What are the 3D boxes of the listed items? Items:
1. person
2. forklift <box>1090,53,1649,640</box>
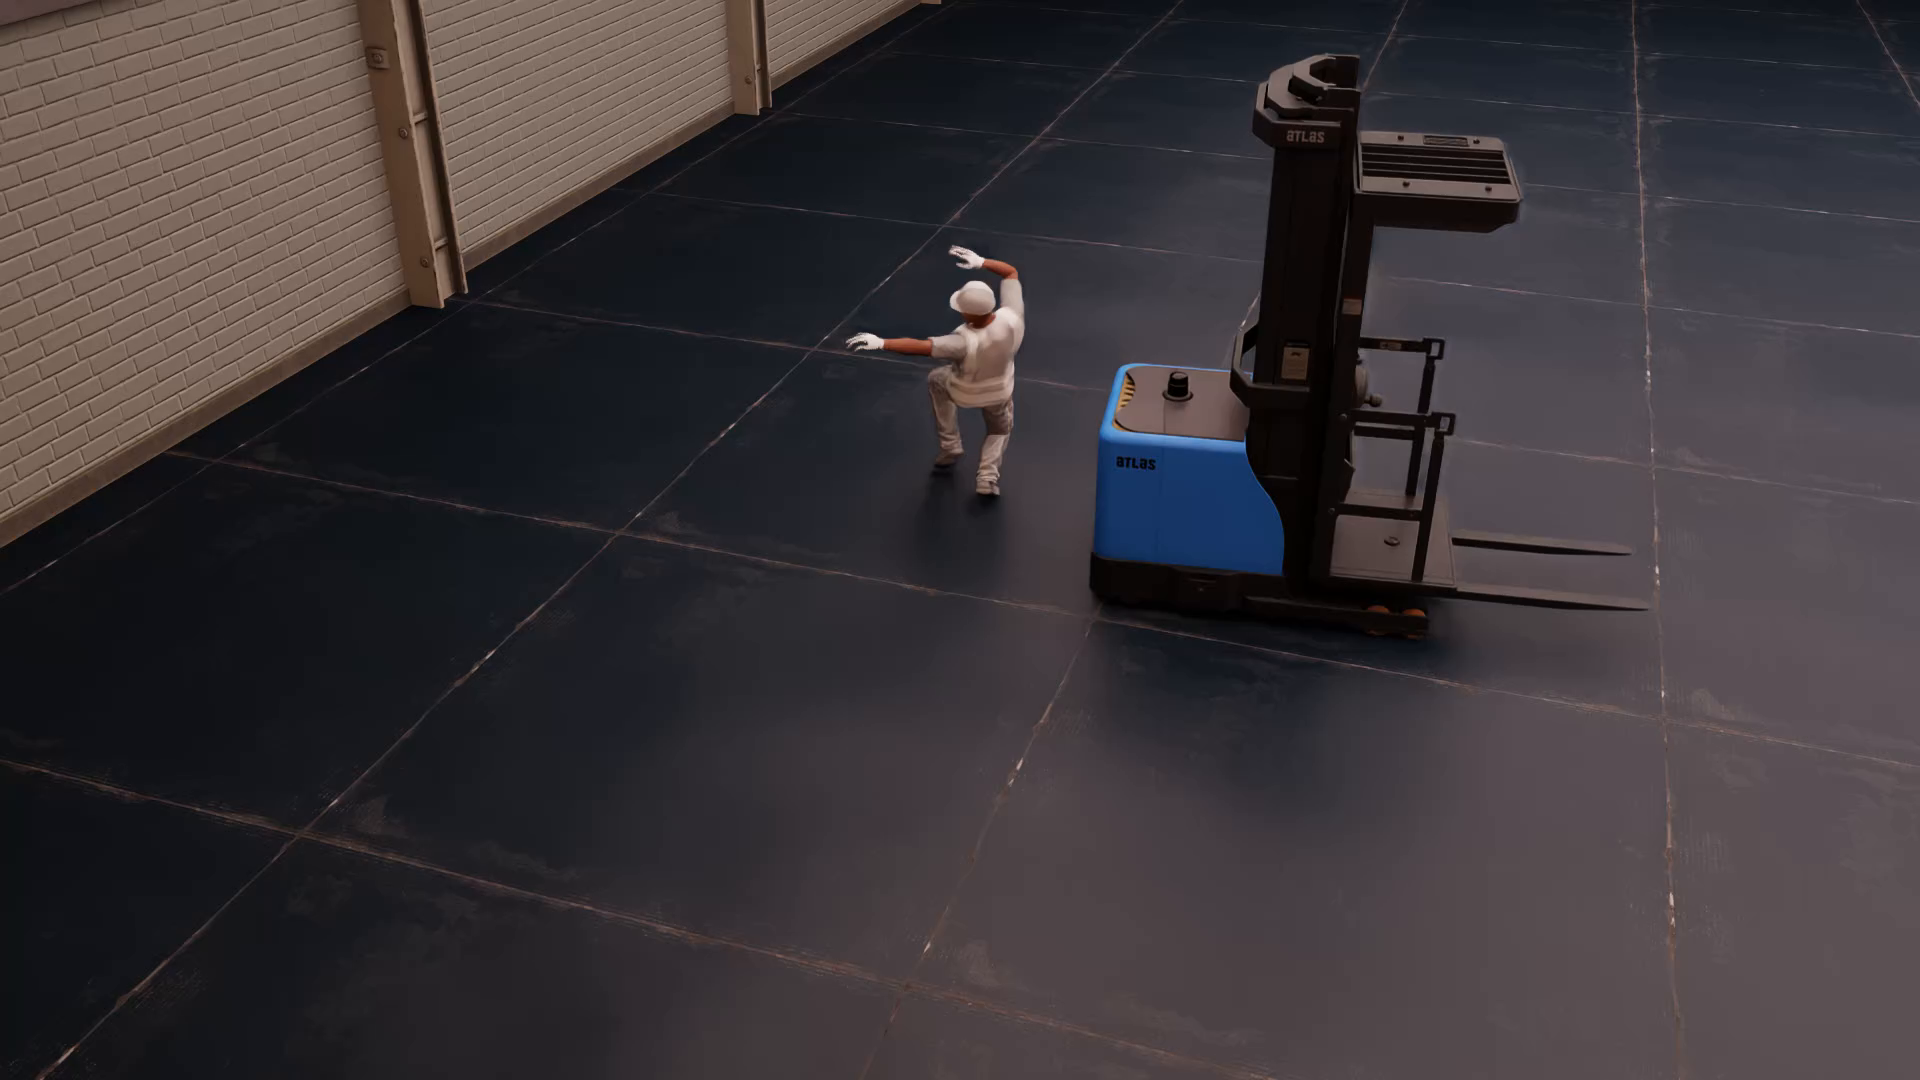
[{"bbox_3d":[-0.190,-1.026,10.327,1.130,1.611,0.866,-7,30,-11],"label":"person"},{"bbox_3d":[2.309,-1.014,8.915,3.031,2.935,1.130,6,30,10],"label":"forklift"}]
